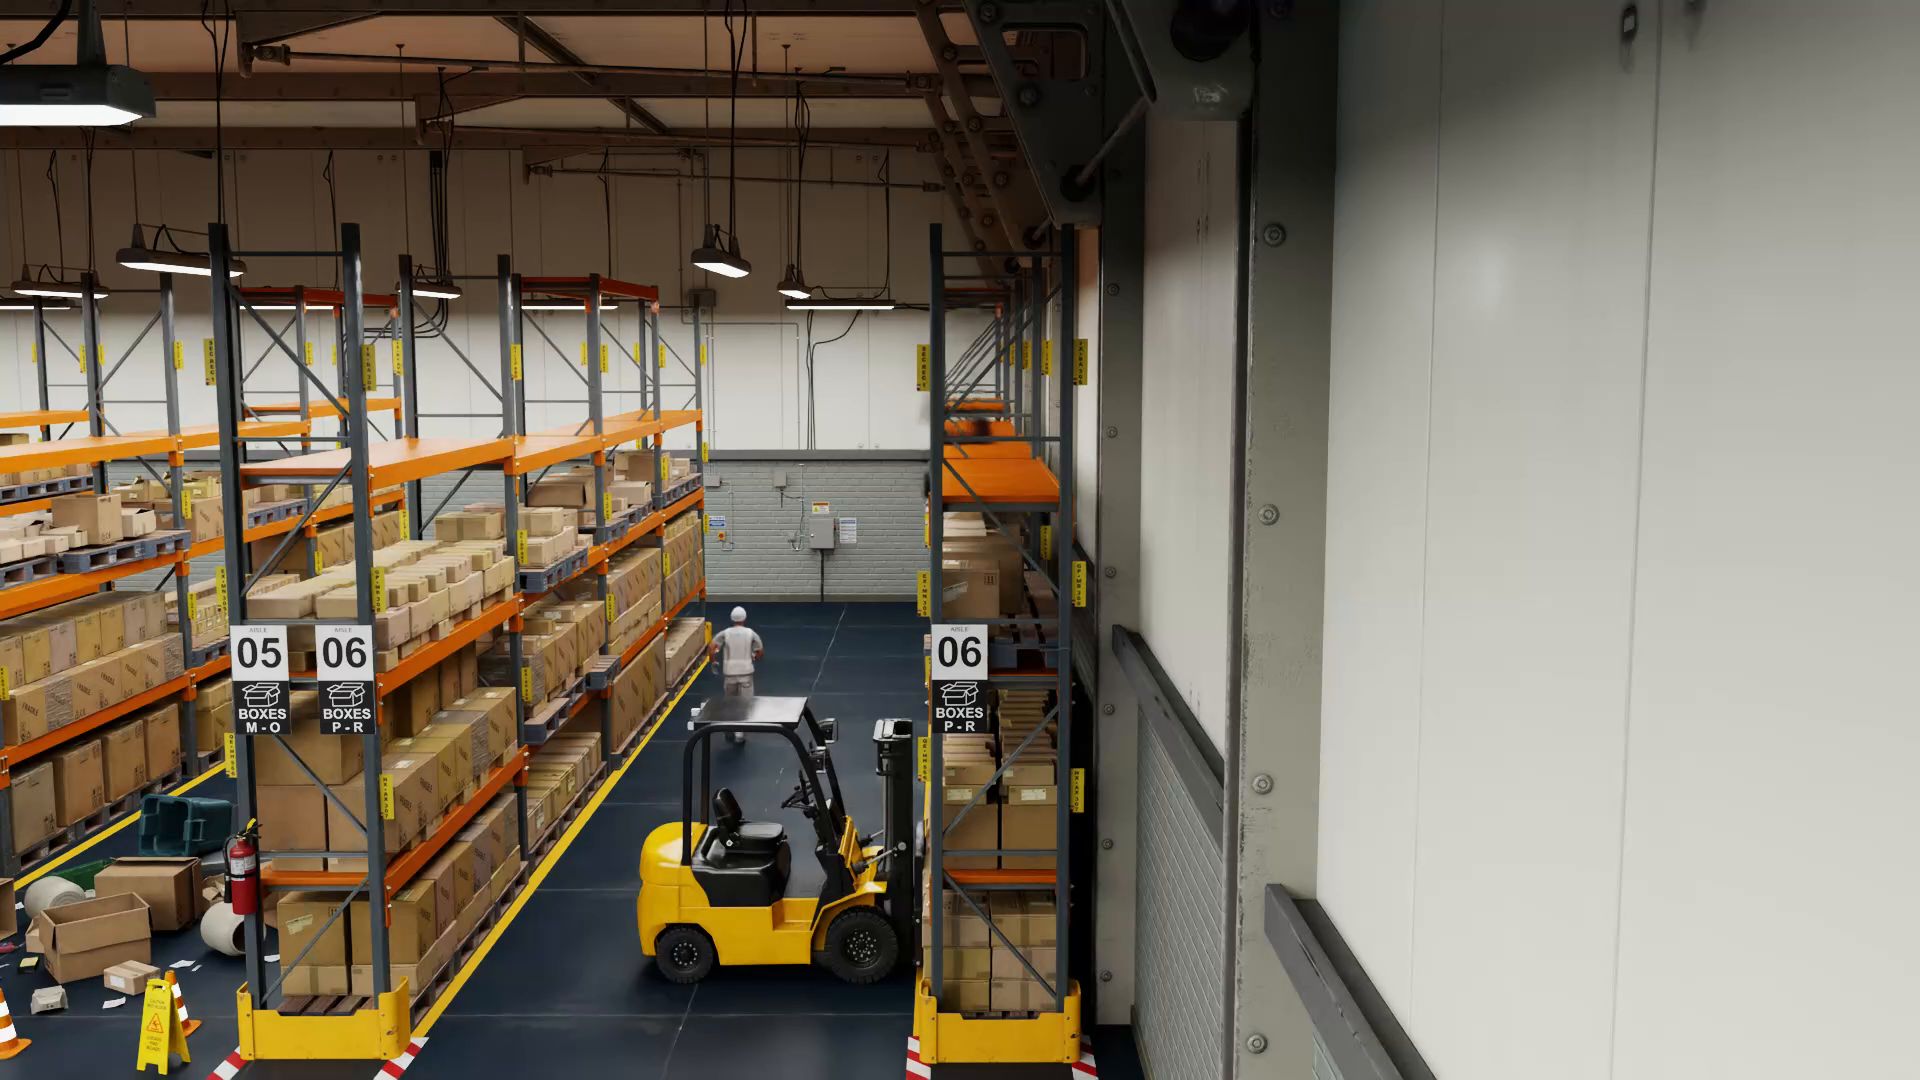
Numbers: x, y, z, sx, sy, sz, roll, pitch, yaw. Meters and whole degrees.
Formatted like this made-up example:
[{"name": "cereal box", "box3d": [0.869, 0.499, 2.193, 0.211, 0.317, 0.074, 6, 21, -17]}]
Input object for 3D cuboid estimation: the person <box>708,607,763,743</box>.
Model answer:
[{"name": "person", "box3d": [-2.915, 1.752, 21.786, 0.695, 1.783, 0.667, 0, 7, 1]}]
